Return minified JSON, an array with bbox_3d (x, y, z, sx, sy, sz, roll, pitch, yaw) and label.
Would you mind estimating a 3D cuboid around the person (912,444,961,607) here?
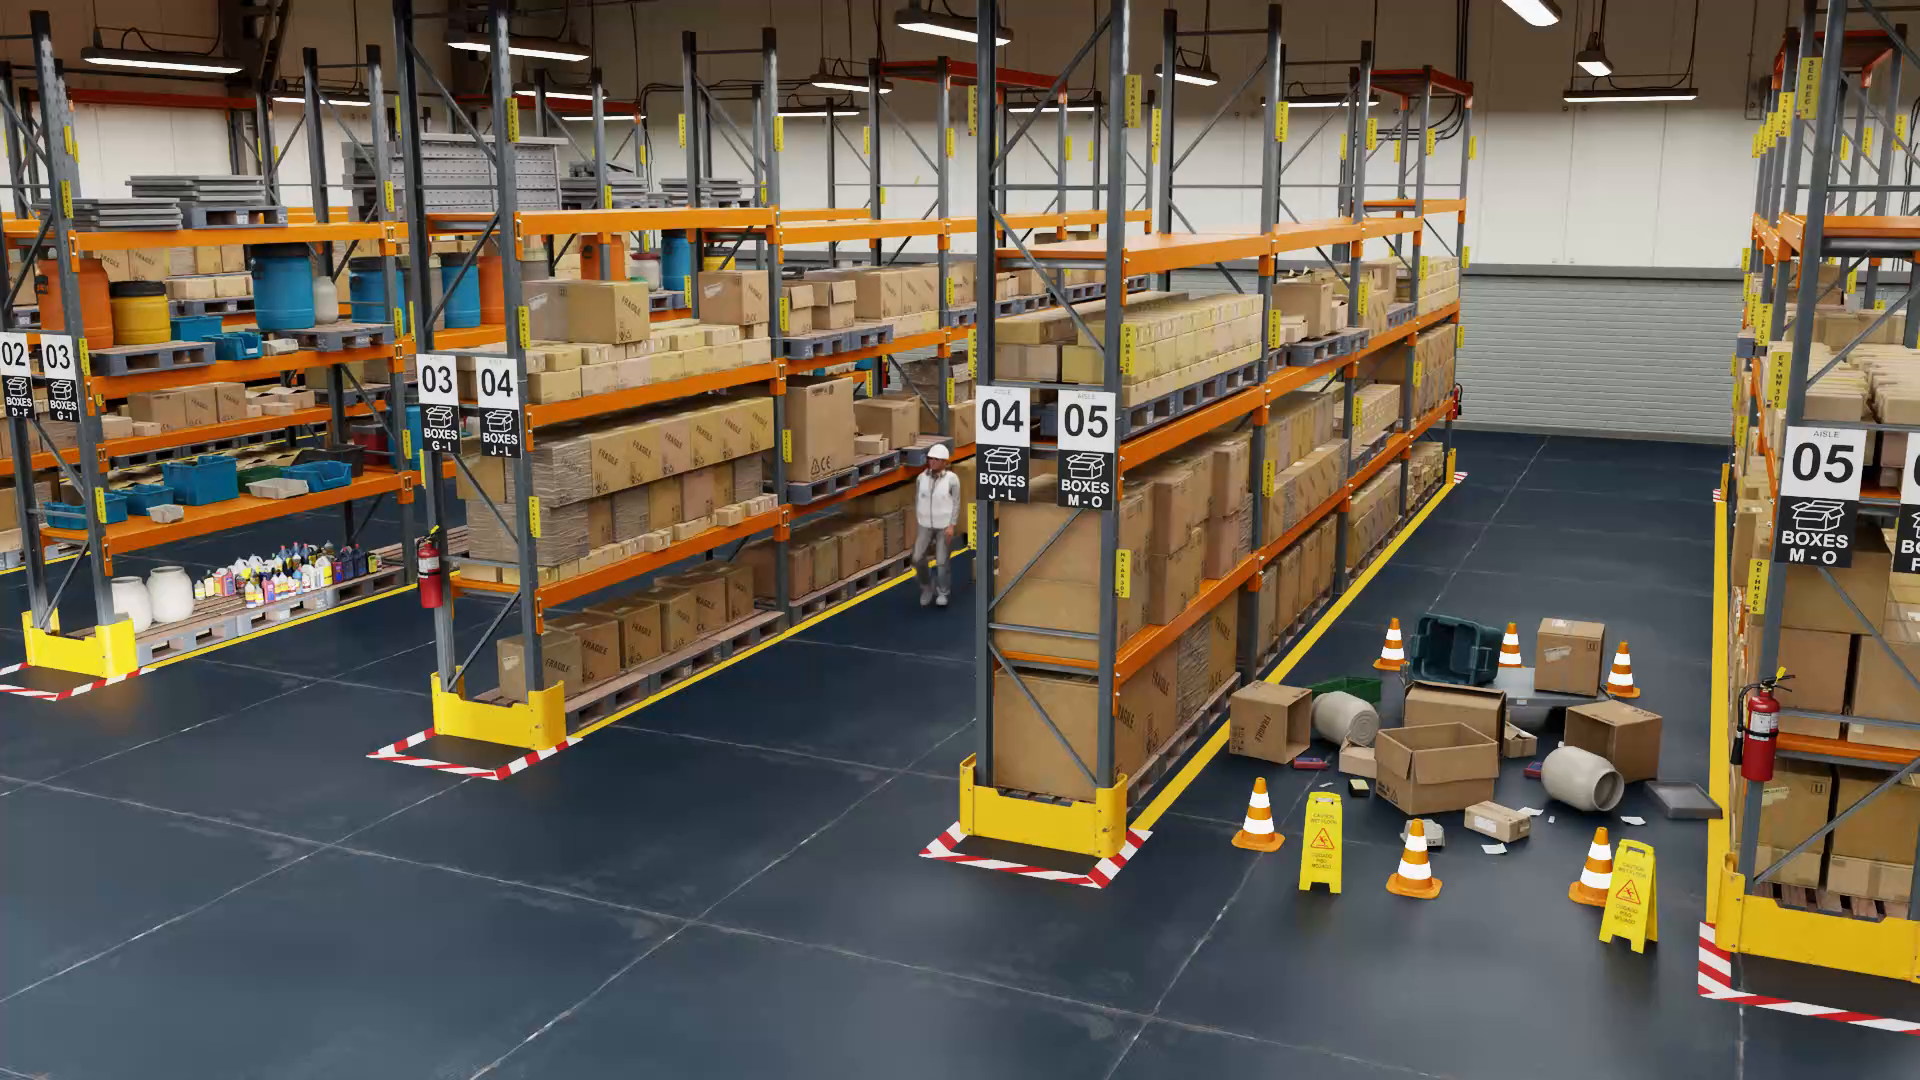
[{"bbox_3d":[-0.260,-0.139,17.999,0.546,1.800,0.462,4,13,18],"label":"person"}]
